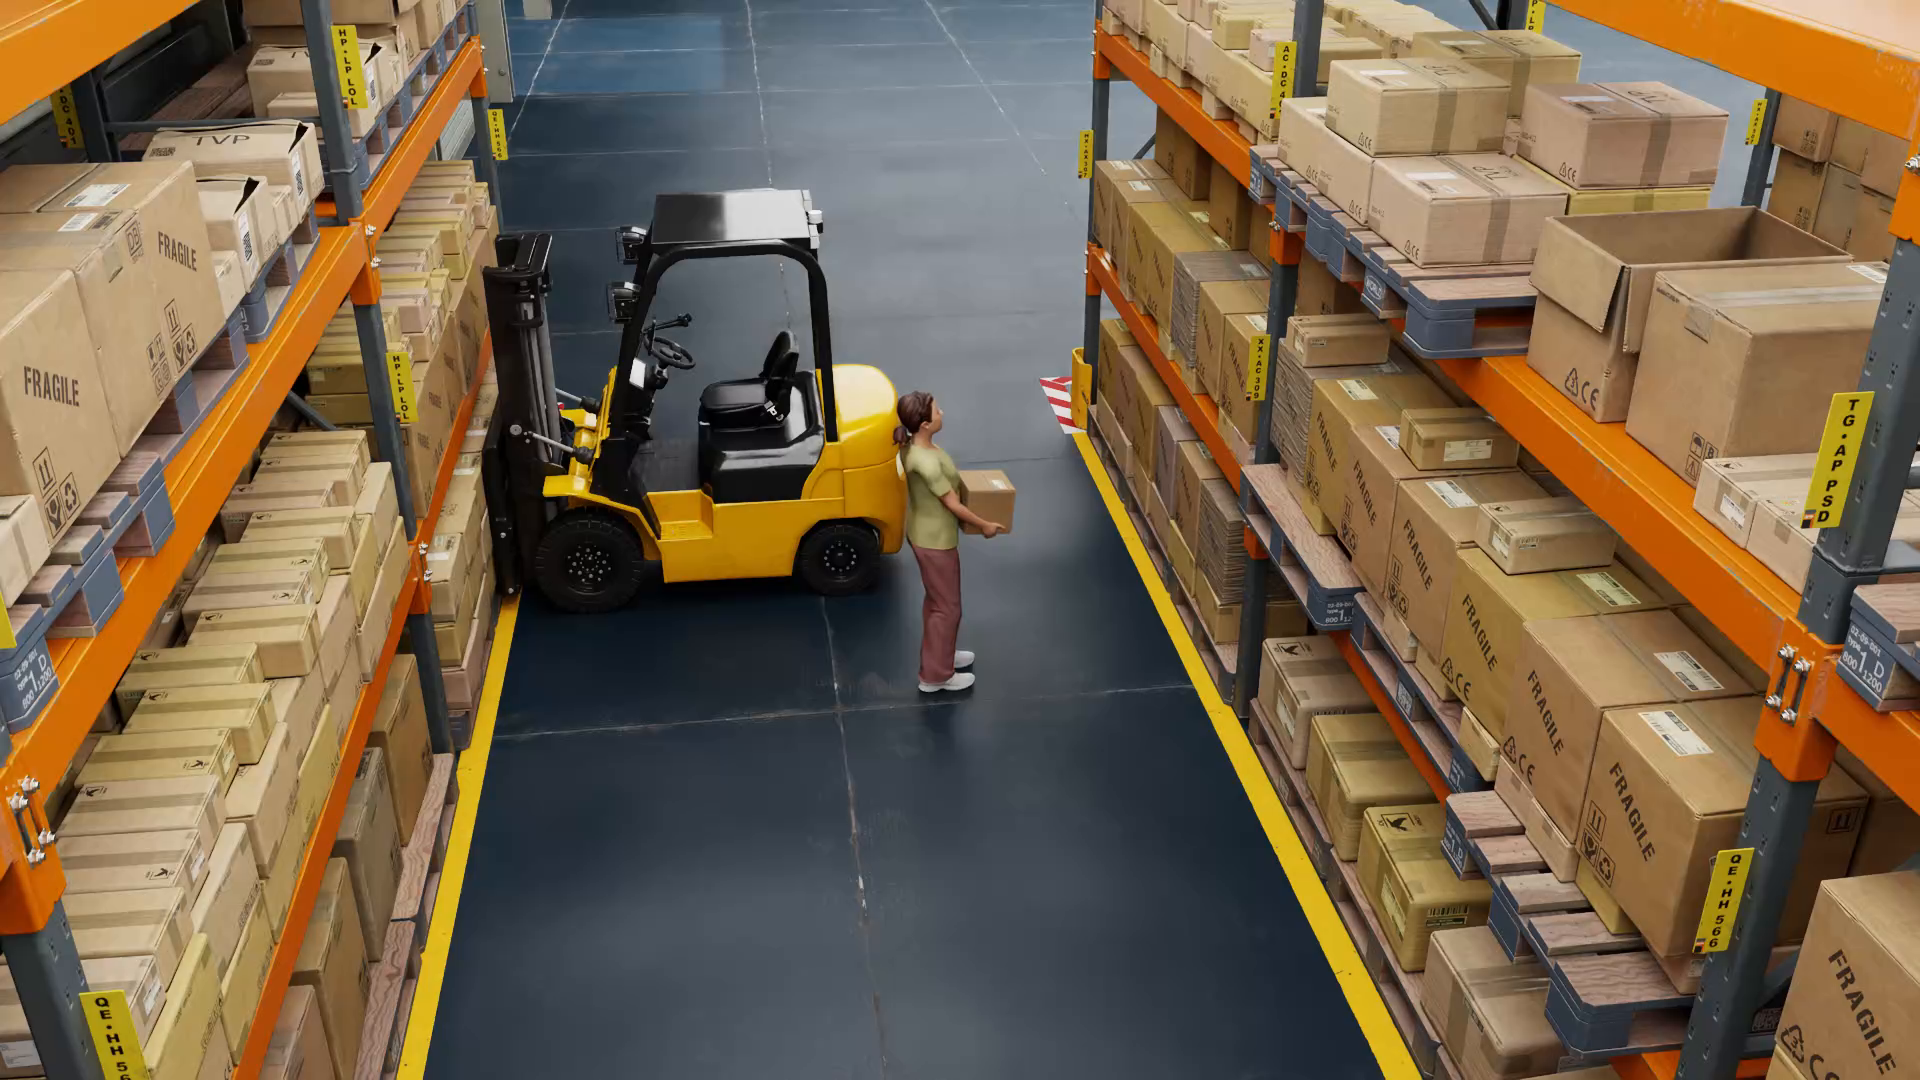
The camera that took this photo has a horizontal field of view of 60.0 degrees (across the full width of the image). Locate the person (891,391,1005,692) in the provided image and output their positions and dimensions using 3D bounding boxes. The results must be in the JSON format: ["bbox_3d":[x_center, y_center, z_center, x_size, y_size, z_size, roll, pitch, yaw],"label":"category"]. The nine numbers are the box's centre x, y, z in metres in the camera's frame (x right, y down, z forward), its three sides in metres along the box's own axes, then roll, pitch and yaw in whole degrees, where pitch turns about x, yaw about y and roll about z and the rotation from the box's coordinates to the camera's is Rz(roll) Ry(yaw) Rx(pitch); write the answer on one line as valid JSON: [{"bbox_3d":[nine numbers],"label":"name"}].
[{"bbox_3d":[-0.074,-0.009,8.648,0.559,1.662,0.428,-7,28,-14],"label":"person"}]
